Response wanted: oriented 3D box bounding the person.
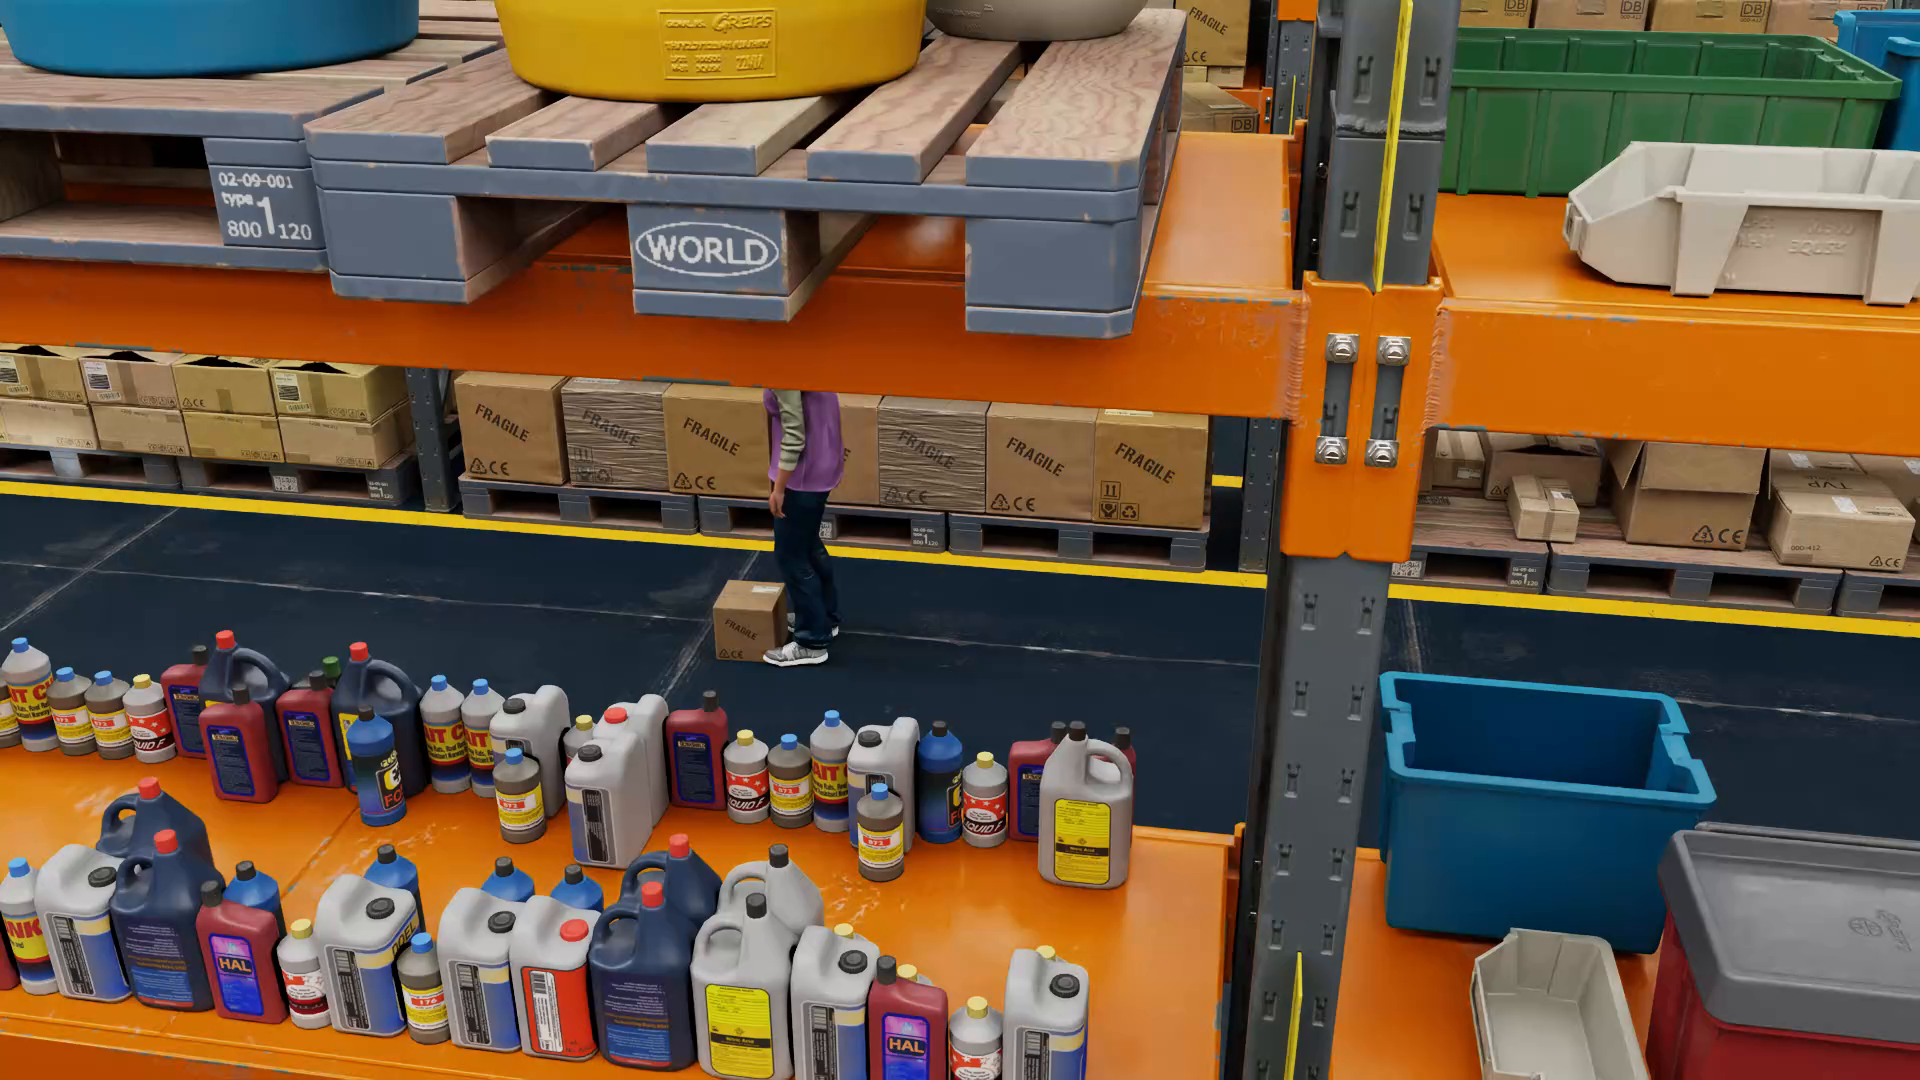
[{"bbox_3d":[-0.645,-0.146,6.712,0.321,1.351,0.461,4,26,9],"label":"person"}]
